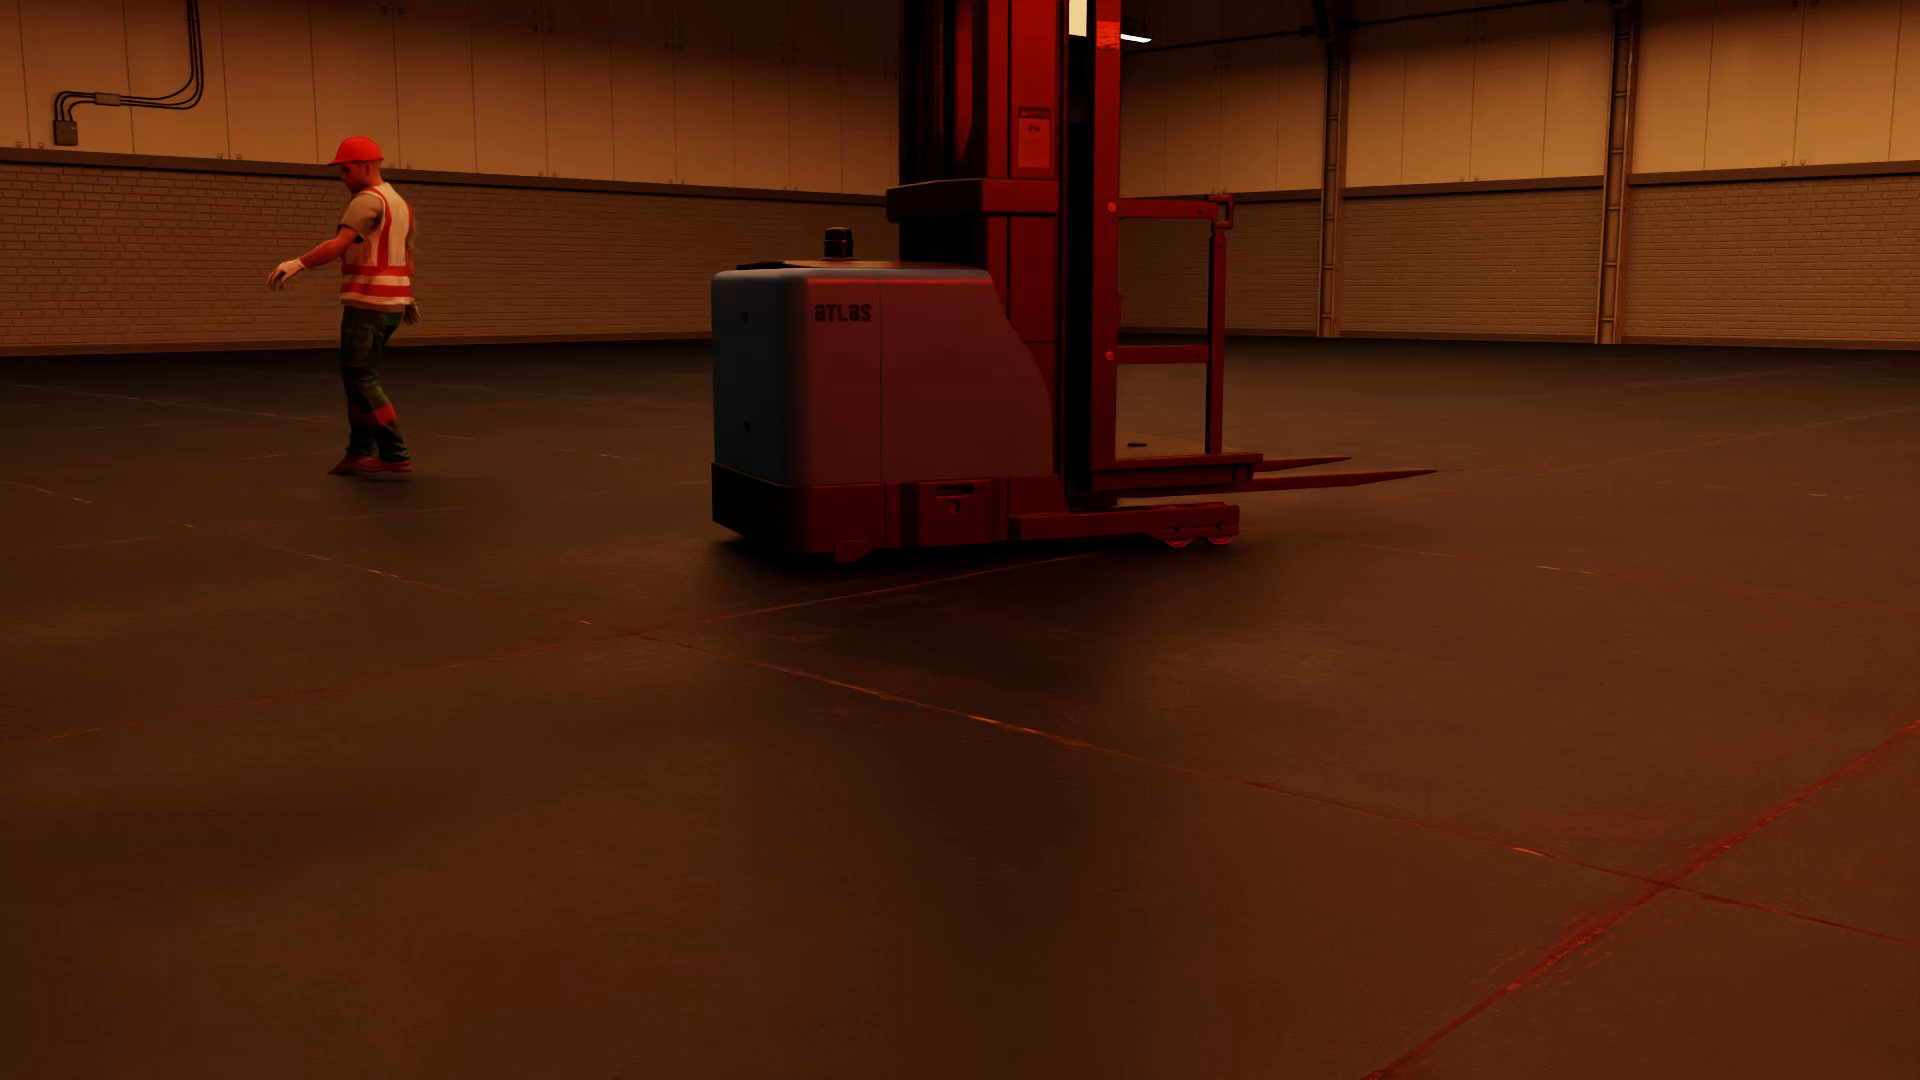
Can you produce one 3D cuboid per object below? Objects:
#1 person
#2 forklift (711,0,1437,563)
[{"bbox_3d":[-3.202,-1.208,8.828,0.579,1.814,1.008,1,9,6],"label":"person"},{"bbox_3d":[0.559,-1.486,6.742,3.031,2.935,1.130,-4,9,-23],"label":"forklift"}]
